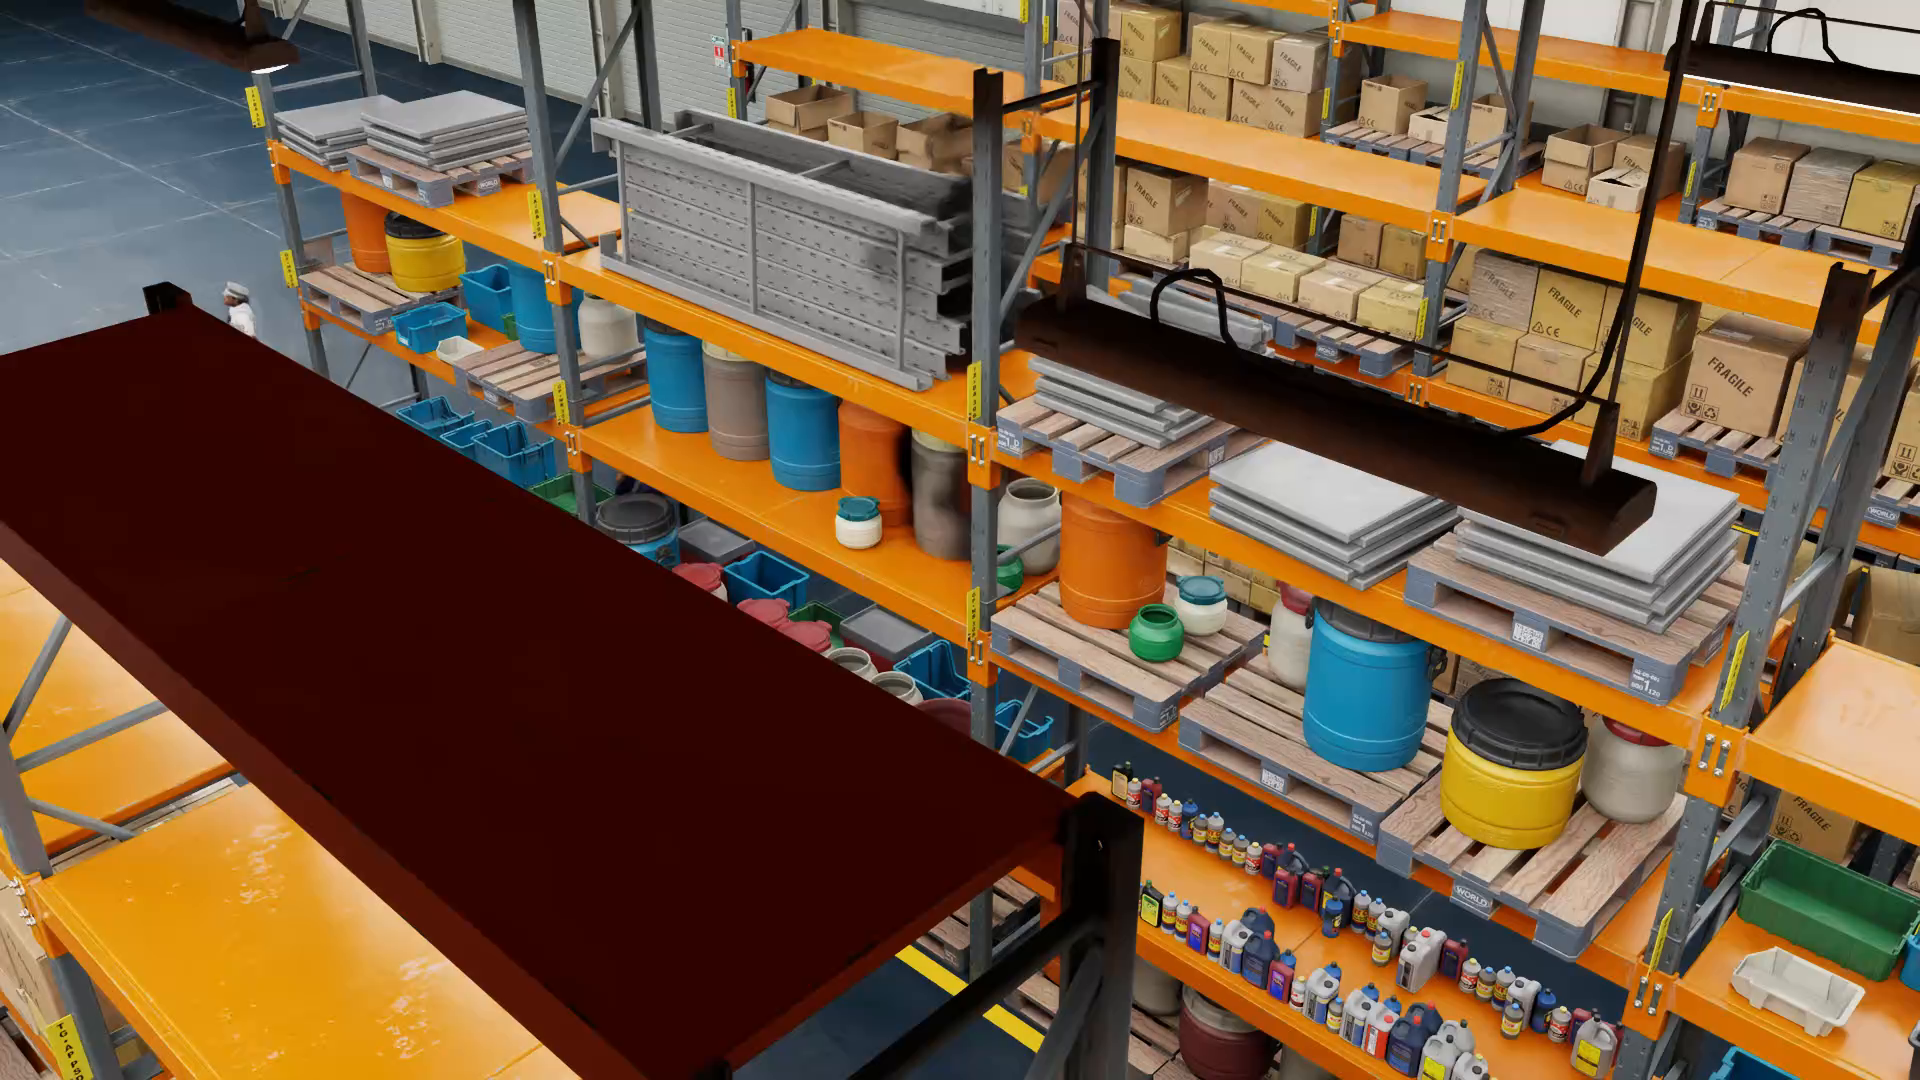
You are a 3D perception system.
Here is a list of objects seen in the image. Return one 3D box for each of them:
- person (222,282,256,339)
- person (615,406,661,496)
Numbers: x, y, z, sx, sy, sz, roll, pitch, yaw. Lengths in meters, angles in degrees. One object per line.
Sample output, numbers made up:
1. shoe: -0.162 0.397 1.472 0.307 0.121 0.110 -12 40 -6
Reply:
1. person: -7.790 -2.039 18.177 0.584 1.650 0.573 -9 31 -16
2. person: -3.025 -0.559 15.593 0.536 1.602 0.581 18 34 29
